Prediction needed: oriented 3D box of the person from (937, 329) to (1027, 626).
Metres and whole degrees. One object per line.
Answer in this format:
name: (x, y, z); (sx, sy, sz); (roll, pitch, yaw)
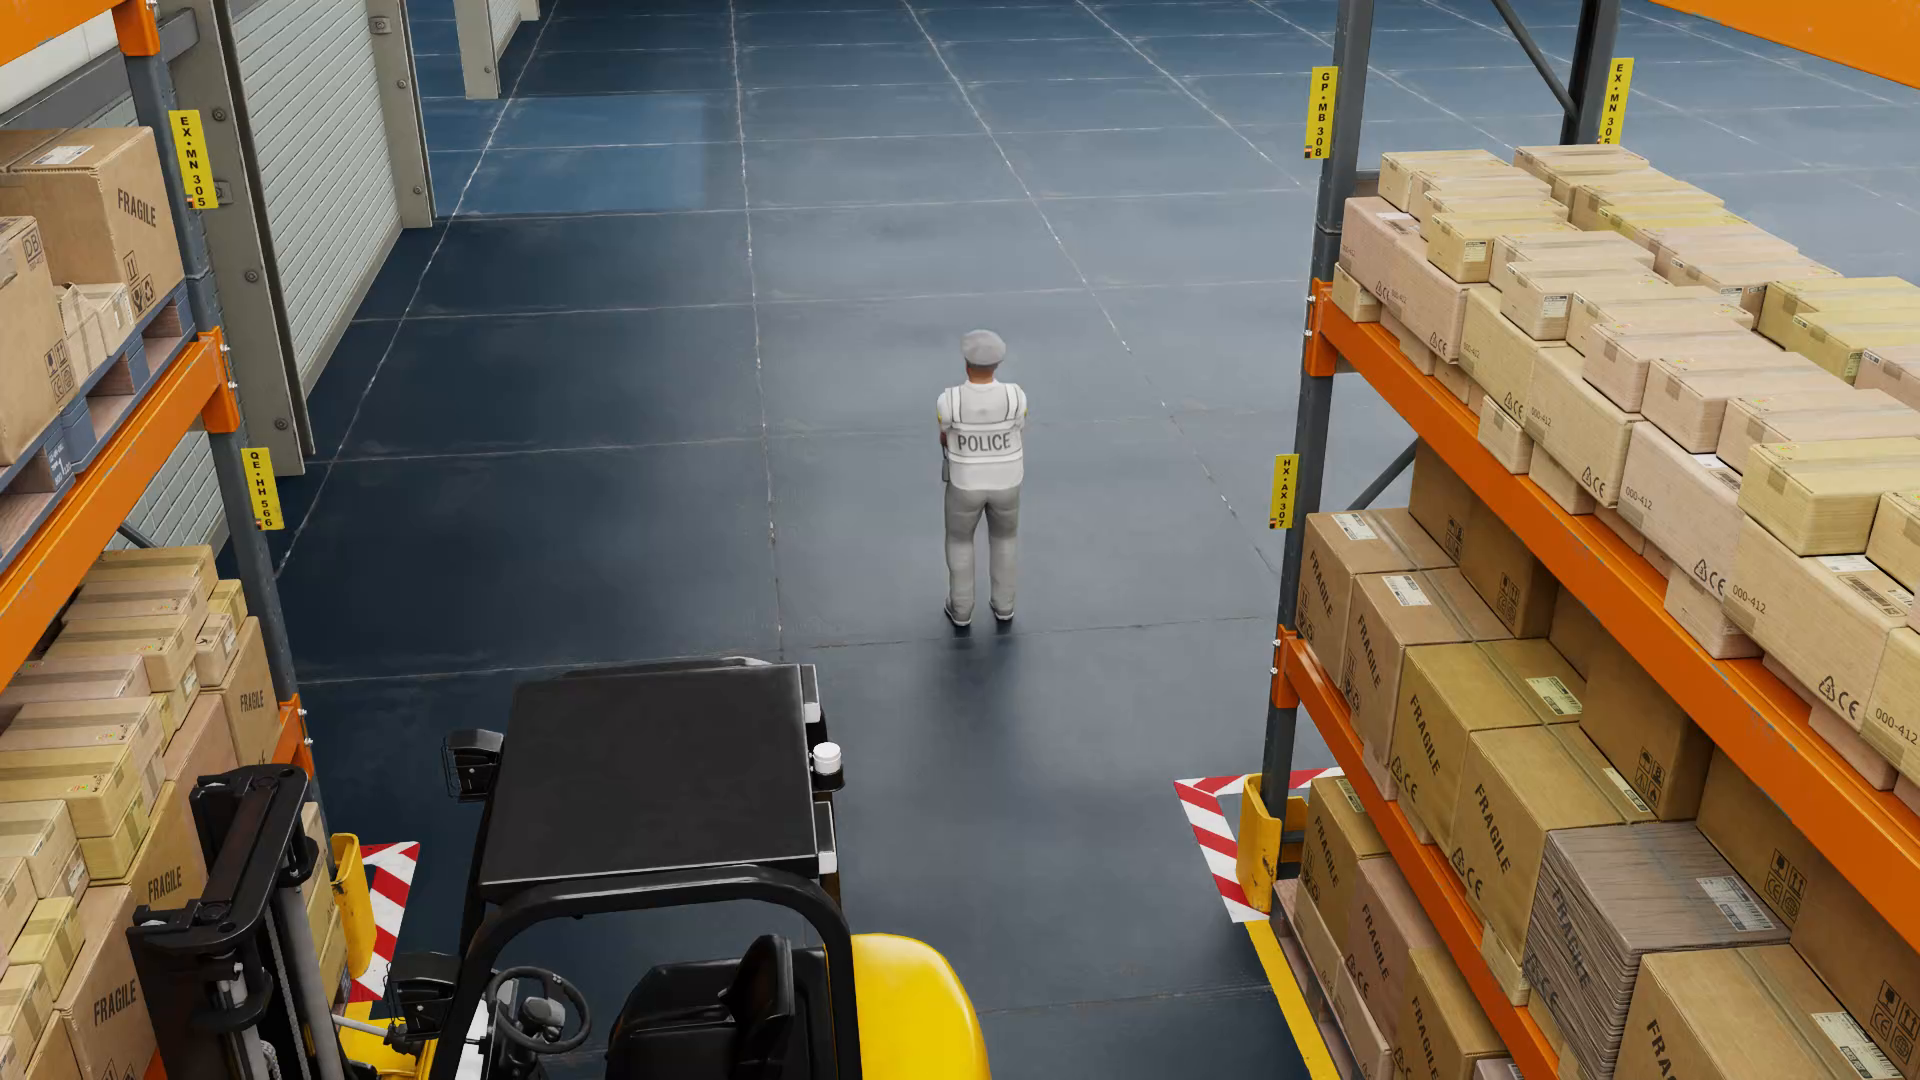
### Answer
person: (0.105, -0.374, 9.322); (0.493, 1.767, 0.573); (-3, 27, -7)
